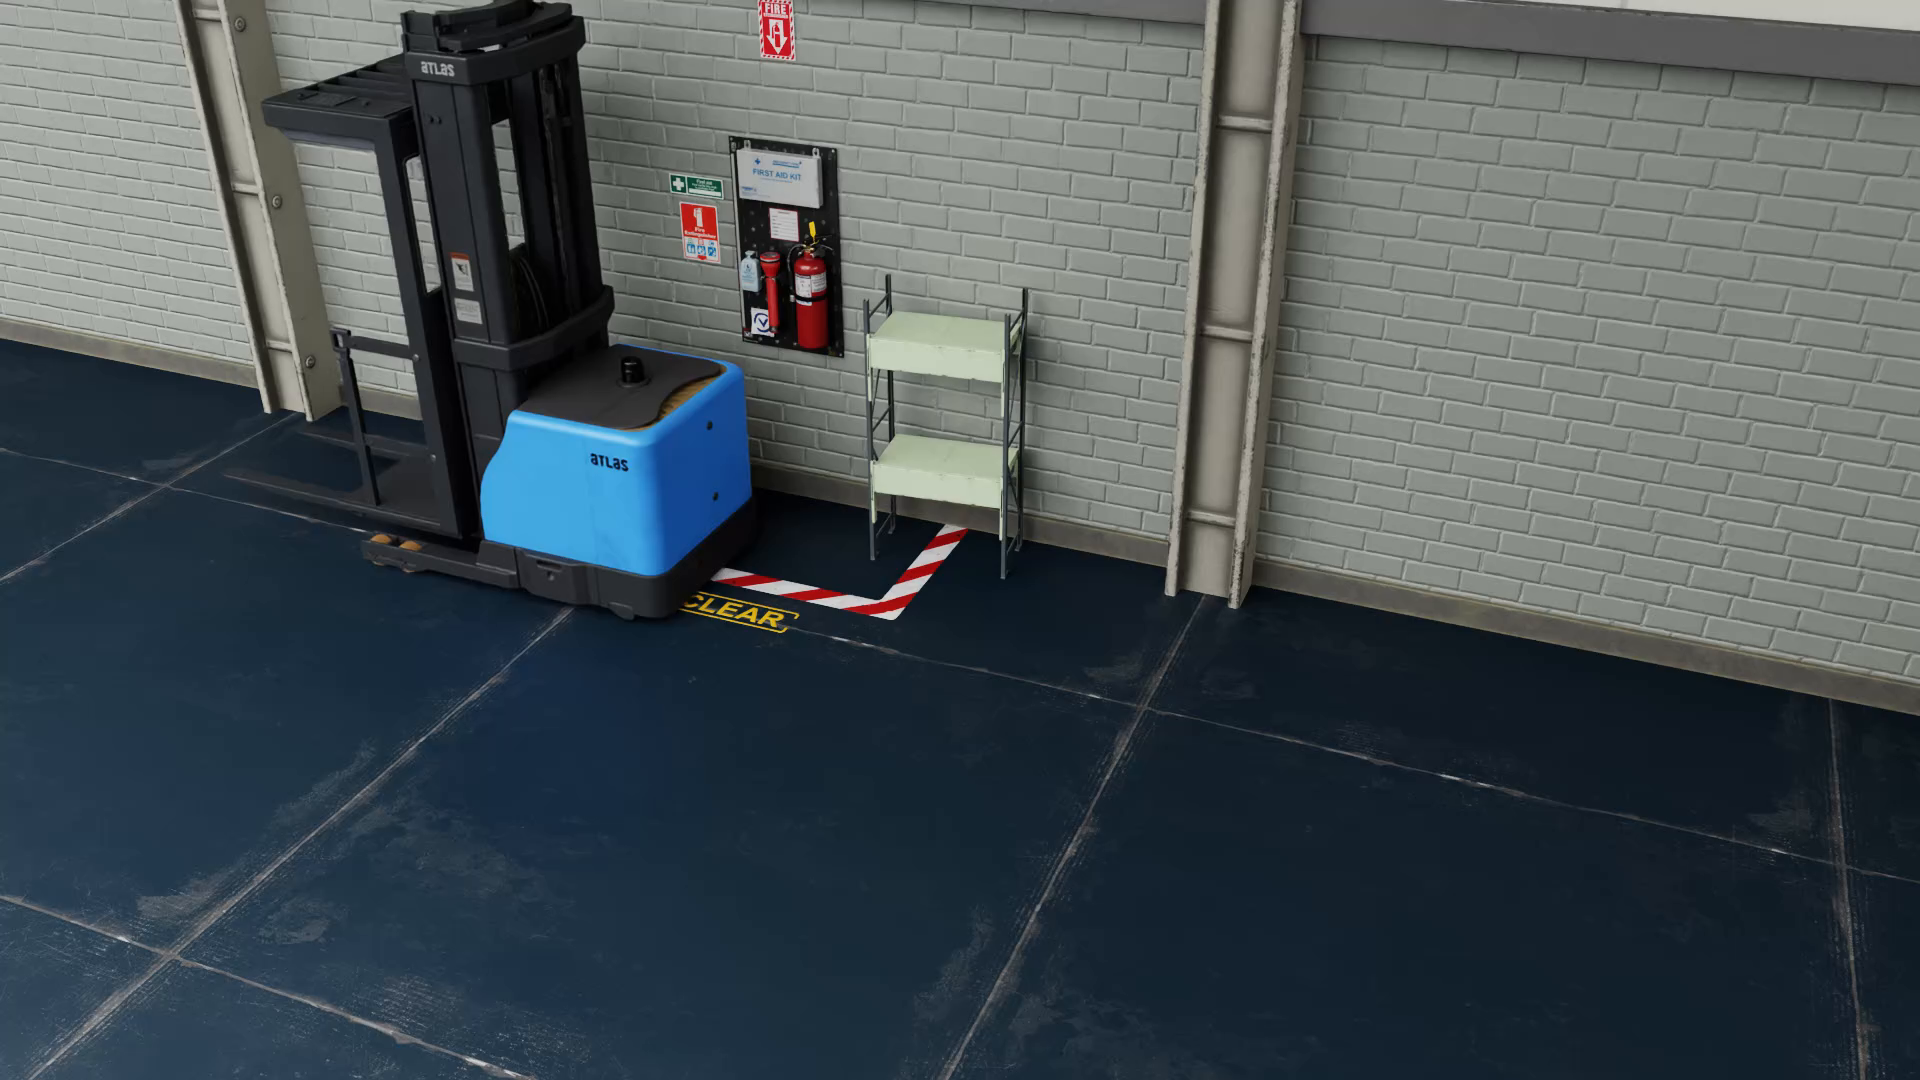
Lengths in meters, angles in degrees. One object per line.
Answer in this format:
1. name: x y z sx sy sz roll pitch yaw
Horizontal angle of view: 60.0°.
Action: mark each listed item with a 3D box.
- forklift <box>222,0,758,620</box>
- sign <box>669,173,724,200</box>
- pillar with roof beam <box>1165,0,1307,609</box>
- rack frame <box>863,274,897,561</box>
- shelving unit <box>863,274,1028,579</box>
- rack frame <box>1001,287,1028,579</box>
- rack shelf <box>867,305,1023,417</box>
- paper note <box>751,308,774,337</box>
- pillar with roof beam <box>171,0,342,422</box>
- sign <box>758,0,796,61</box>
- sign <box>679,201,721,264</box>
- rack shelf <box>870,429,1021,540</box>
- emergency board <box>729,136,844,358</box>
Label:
1. forklift: -2.683 -1.326 8.618 3.031 2.935 1.130 12 31 20
2. sign: -1.431 -1.919 9.022 0.331 0.109 0.001 11 31 19
3. pillar with roof beam: -0.301 -1.703 3.117 0.400 9.000 9.100 11 31 19
4. rack frame: -0.422 -0.636 8.851 0.023 1.500 0.400 8 30 14
5. shelving unit: -0.070 -0.587 8.765 0.755 1.500 0.431 8 30 14
6. rack frame: 0.283 -0.539 8.679 0.023 1.500 0.400 8 30 14
7. rack shelf: -0.070 -0.927 8.573 0.720 0.370 0.431 8 30 14
8. paper note: -1.097 -1.209 9.236 0.142 0.148 0.016 11 31 19
9. pillar with roof beam: -5.861 -2.813 5.081 0.400 9.000 9.100 11 31 19
10. sign: -0.928 -2.585 8.419 0.199 0.298 0.001 11 31 19
11. sign: -1.432 -1.693 9.161 0.234 0.329 0.001 11 31 19
12. rack shelf: -0.070 -0.304 8.926 0.720 0.370 0.431 8 30 14
13. emergency board: -0.958 -1.529 8.906 0.643 1.169 0.194 11 31 19
